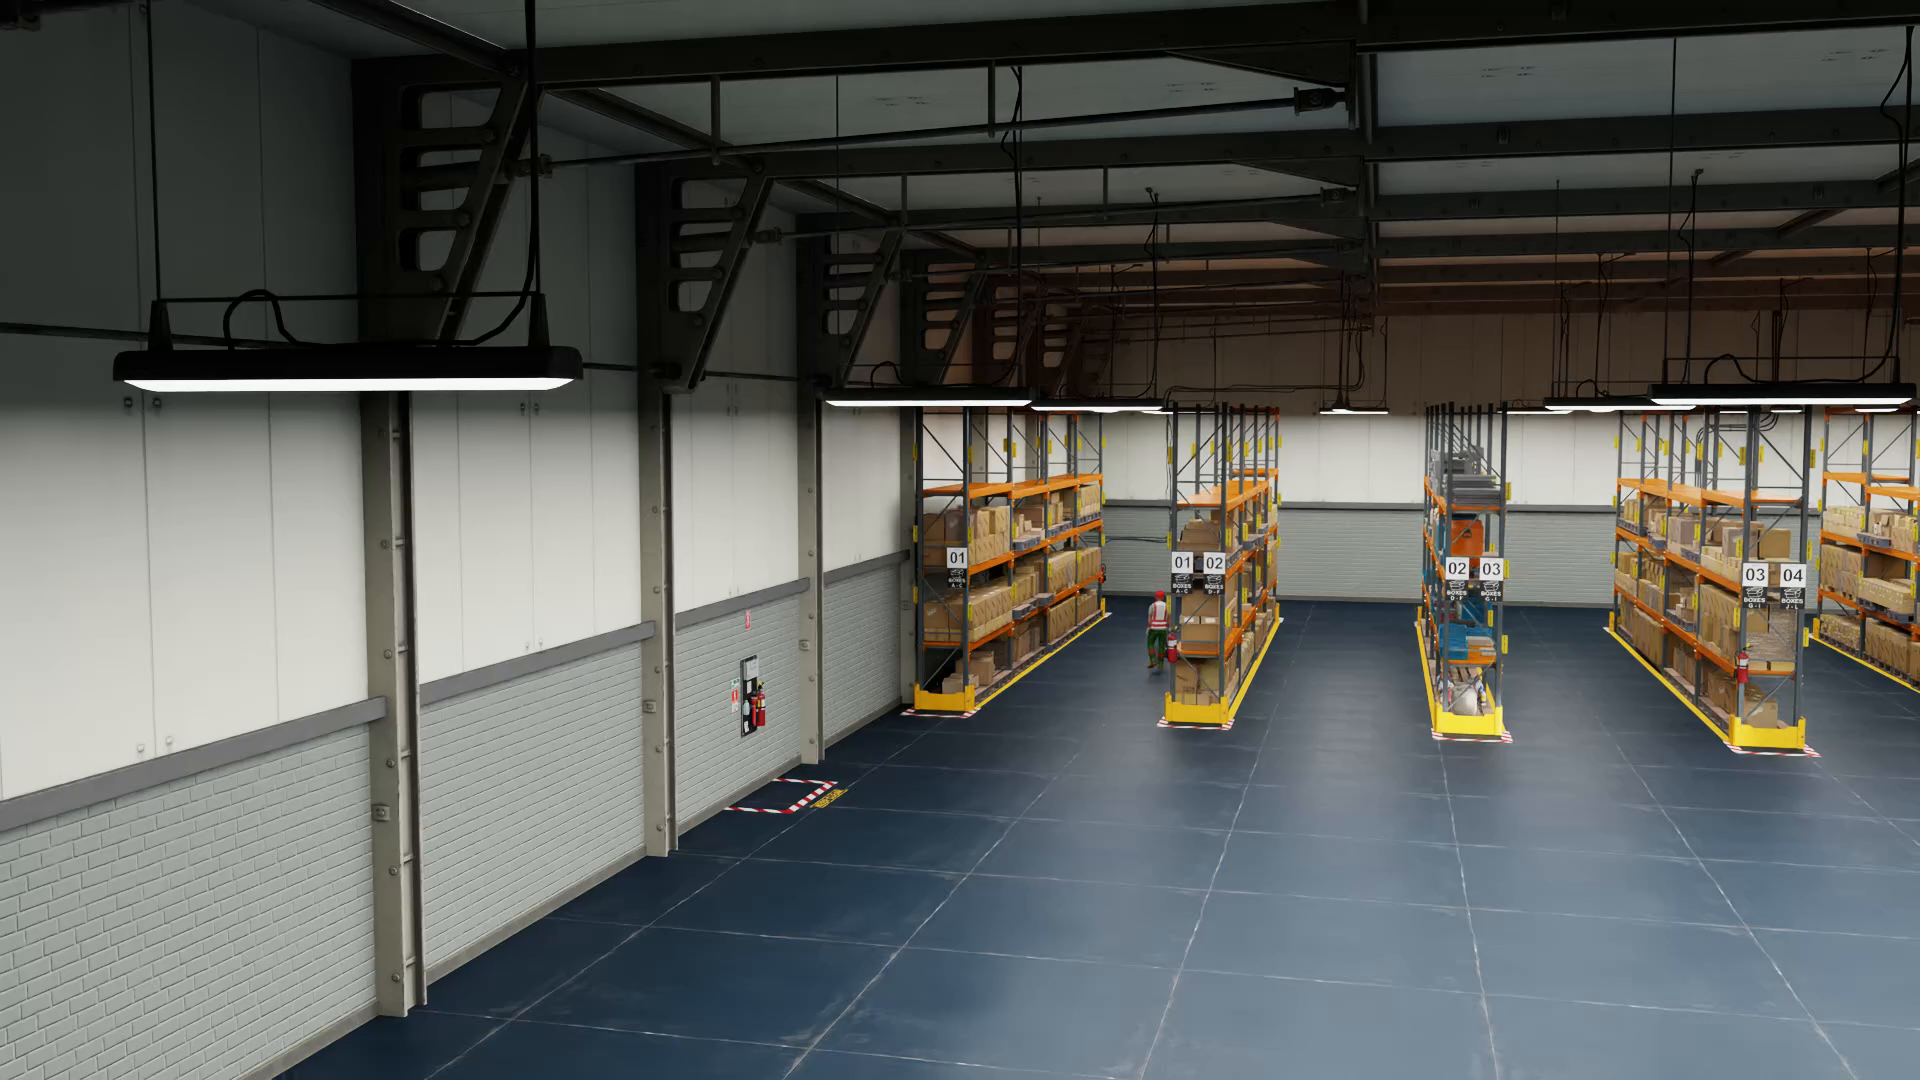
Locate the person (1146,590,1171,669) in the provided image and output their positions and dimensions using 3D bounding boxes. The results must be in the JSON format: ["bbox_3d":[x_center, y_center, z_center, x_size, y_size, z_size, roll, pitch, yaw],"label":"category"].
[{"bbox_3d":[4.521,2.041,37.830,0.593,1.802,0.403,-1,4,-9],"label":"person"}]

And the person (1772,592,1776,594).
[{"bbox_3d":[19.647,1.912,40.216,0.448,1.611,1.045,1,4,9],"label":"person"}]
